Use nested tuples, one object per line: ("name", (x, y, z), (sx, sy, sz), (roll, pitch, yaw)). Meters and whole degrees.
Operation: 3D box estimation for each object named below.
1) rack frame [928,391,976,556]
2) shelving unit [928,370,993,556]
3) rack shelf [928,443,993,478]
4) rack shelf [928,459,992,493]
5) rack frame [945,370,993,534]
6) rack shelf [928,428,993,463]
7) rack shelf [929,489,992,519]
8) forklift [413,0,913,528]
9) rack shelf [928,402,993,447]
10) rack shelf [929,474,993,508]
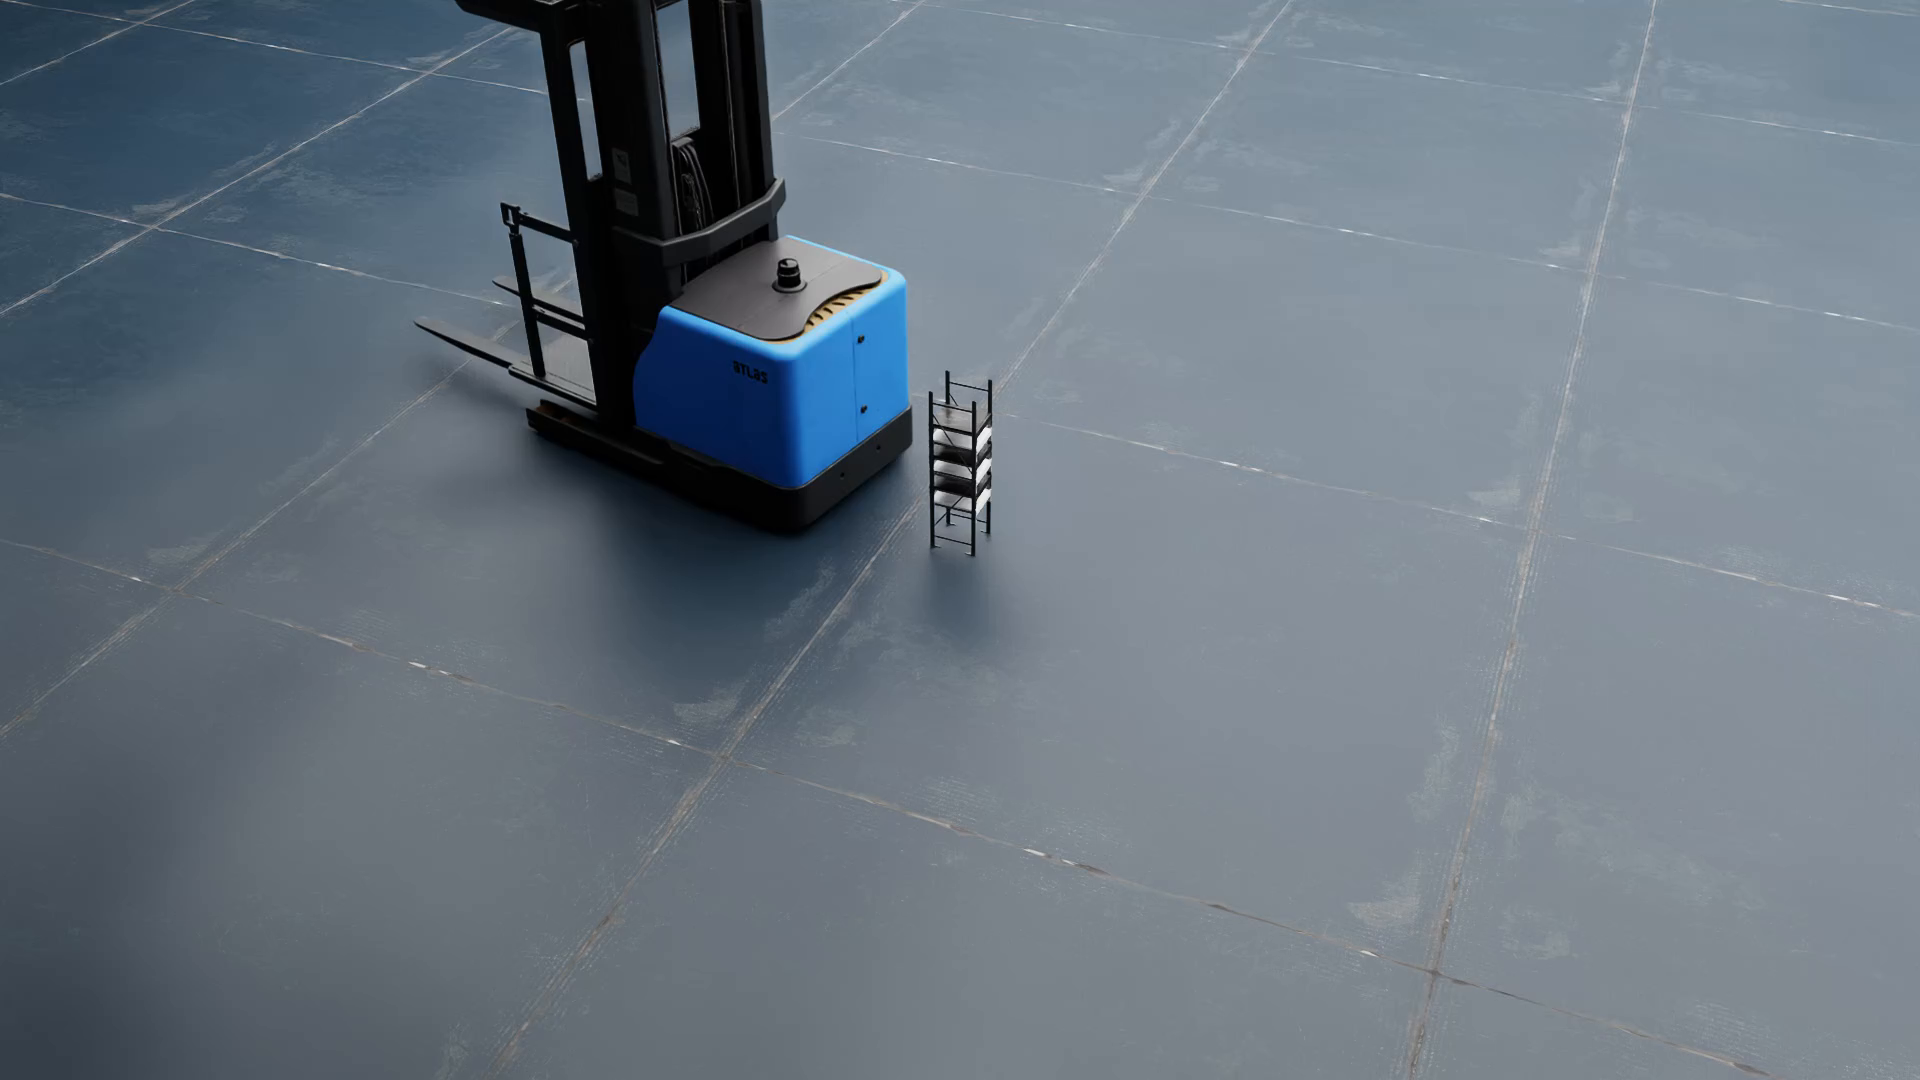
("rack frame", (-0.036, -0.309, 8.013), (0.240, 0.900, 0.006), (14, 39, 18))
("shelving unit", (0.003, -0.365, 8.088), (0.258, 0.900, 0.210), (14, 39, 18))
("rack shelf", (0.003, -0.410, 8.054), (0.258, 0.077, 0.200), (14, 39, 18))
("rack shelf", (0.003, -0.338, 8.108), (0.258, 0.077, 0.200), (14, 39, 18))
("rack frame", (0.042, -0.421, 8.163), (0.240, 0.900, 0.006), (14, 39, 18))
("rack shelf", (0.003, -0.482, 8.000), (0.258, 0.077, 0.200), (14, 39, 18))
("rack shelf", (0.003, -0.194, 8.216), (0.258, 0.077, 0.200), (14, 39, 18))
("forklift", (-1.756, -1.923, 8.476), (3.031, 2.935, 1.130), (23, 42, 27))
("rack shelf", (0.003, -0.555, 7.946), (0.258, 0.077, 0.200), (14, 39, 18))
("rack shelf", (0.003, -0.266, 8.162), (0.258, 0.077, 0.200), (14, 39, 18))
